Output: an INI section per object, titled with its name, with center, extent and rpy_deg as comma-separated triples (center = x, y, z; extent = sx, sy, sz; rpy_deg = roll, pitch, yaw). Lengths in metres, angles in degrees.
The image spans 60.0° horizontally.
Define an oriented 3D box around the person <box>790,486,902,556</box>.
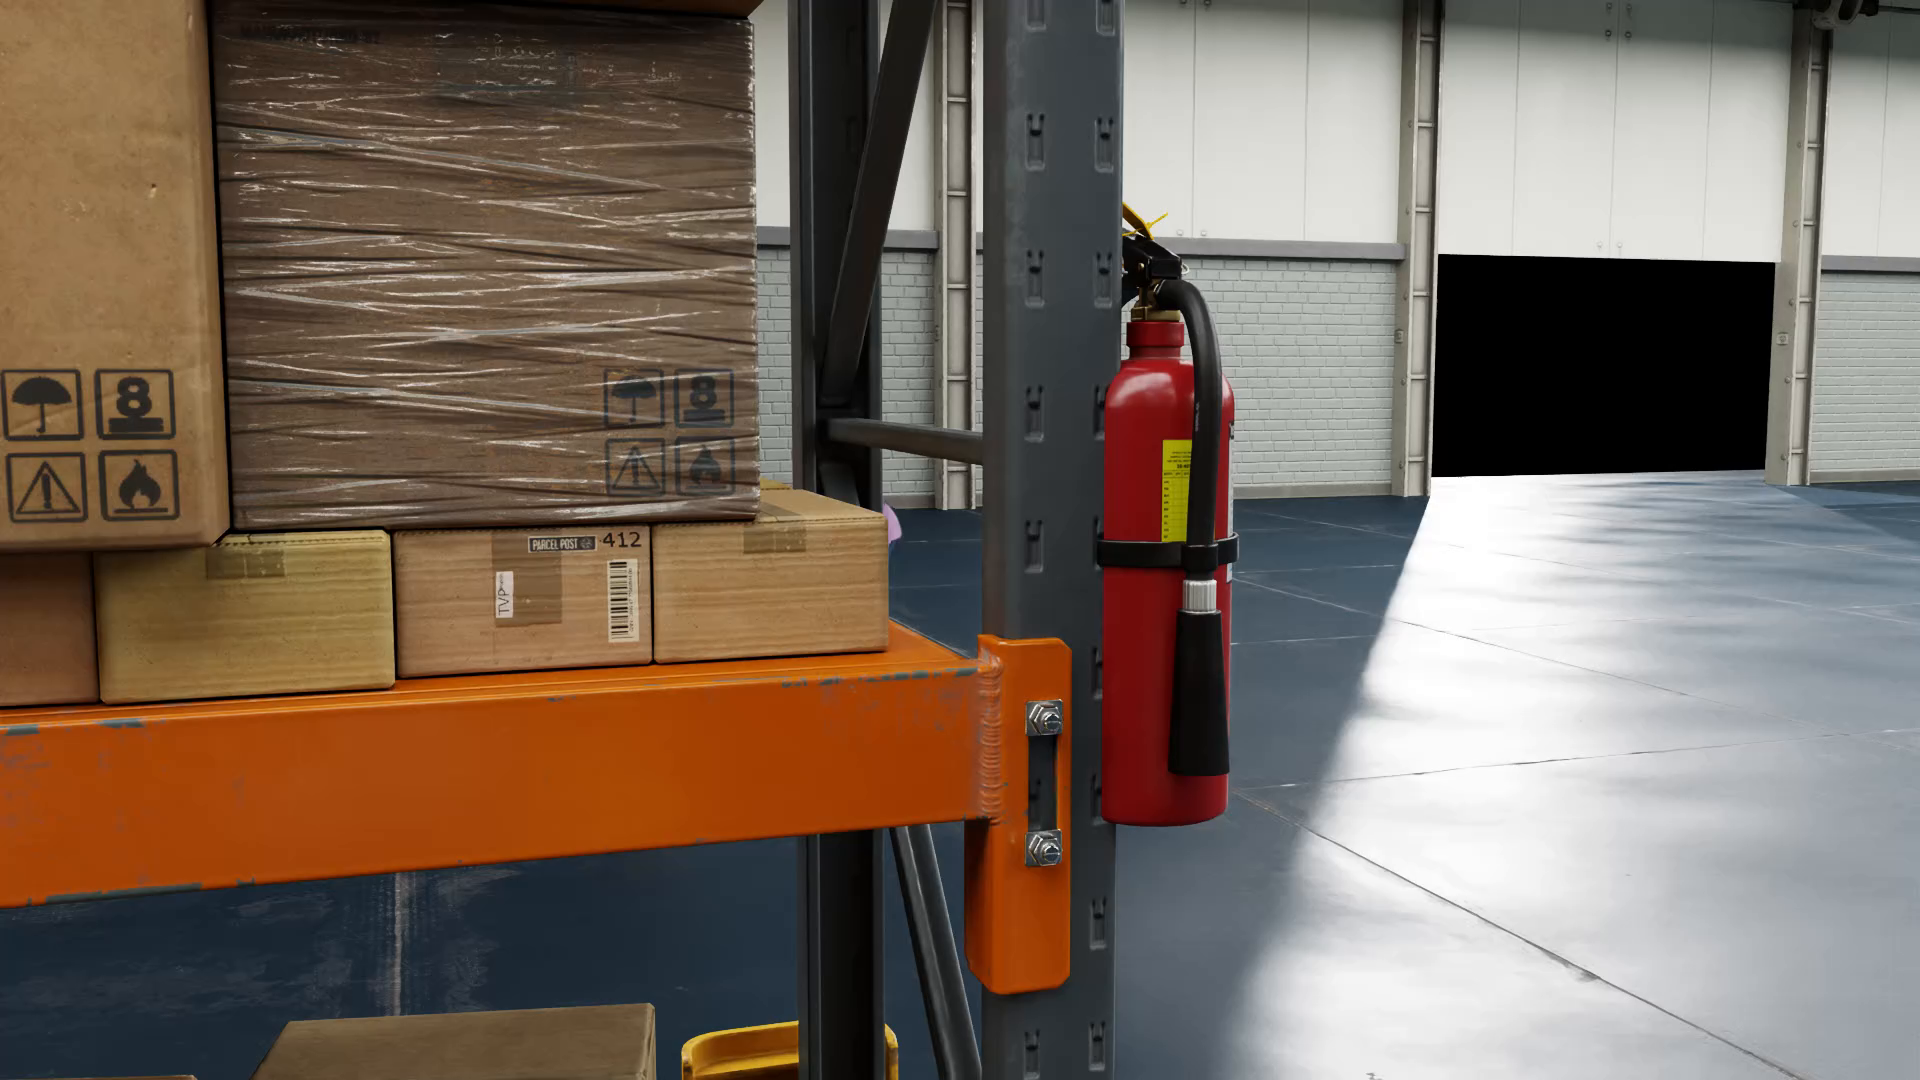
[person]
center = -0.720, 0.199, 8.577
extent = 0.855, 1.036, 0.408
rpy_deg = -2, 6, -21
